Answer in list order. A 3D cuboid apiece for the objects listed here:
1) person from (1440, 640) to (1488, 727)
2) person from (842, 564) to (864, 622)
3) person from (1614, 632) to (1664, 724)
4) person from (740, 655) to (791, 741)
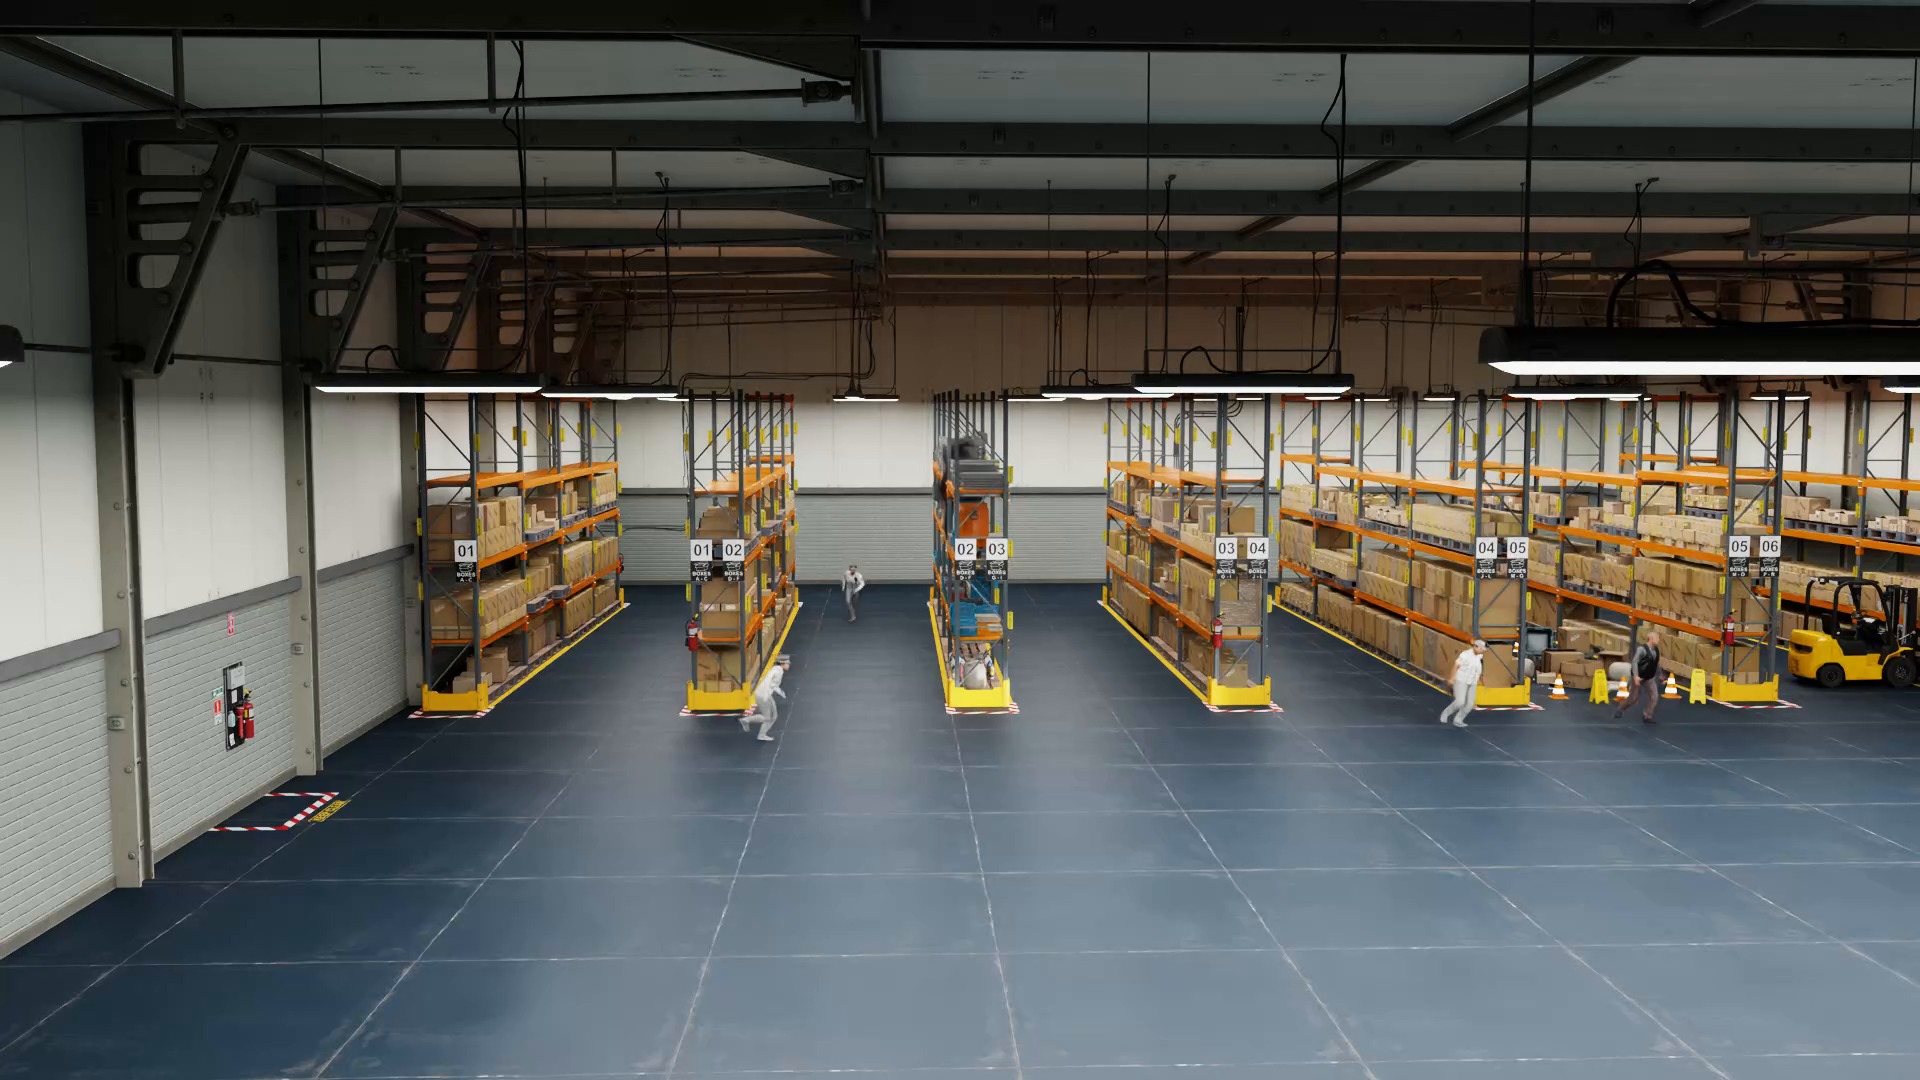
[{"bbox_3d":[8.949,2.532,29.410,0.739,1.582,0.675,-2,5,-24],"label":"person"},{"bbox_3d":[-2.819,1.368,44.088,0.619,1.523,0.991,0,5,3],"label":"person"},{"bbox_3d":[12.264,2.459,29.998,0.707,1.660,0.794,-3,5,-30],"label":"person"},{"bbox_3d":[-3.311,2.693,28.282,0.890,1.479,0.632,0,5,3],"label":"person"}]
